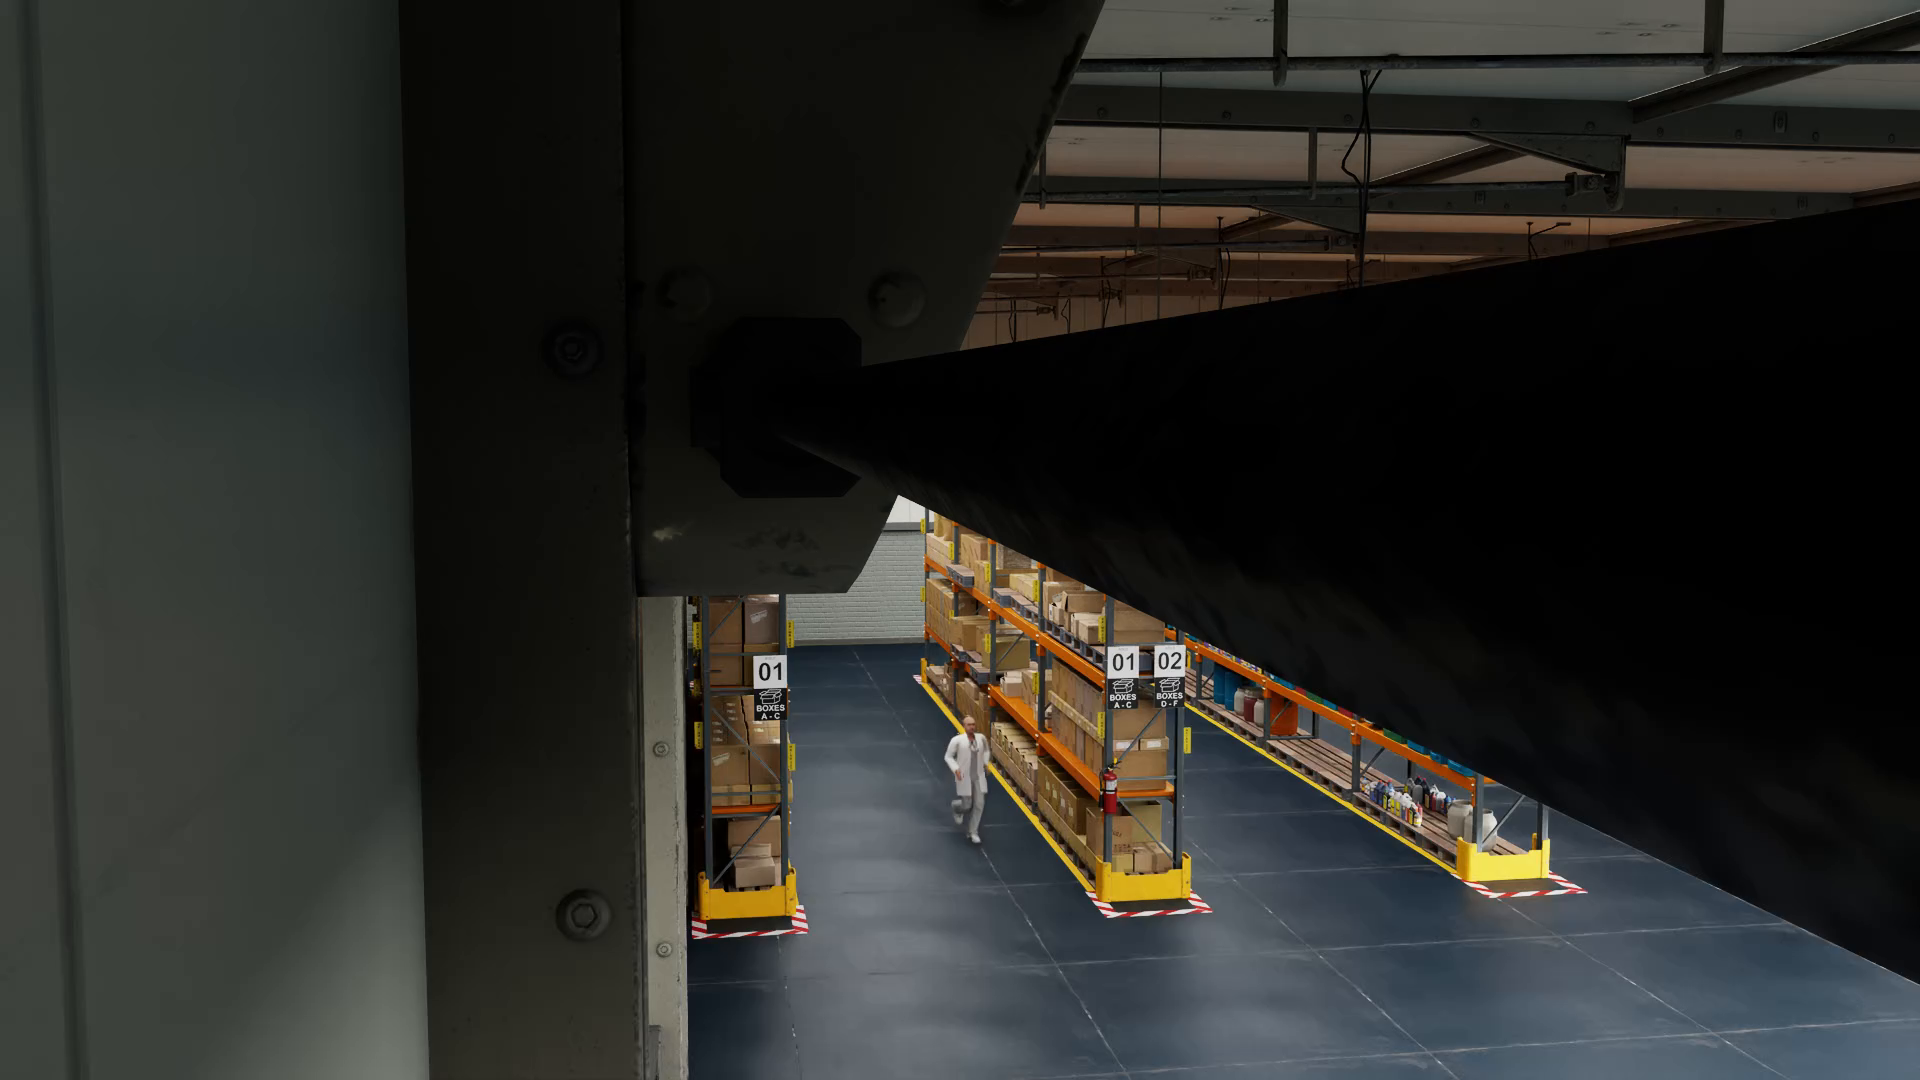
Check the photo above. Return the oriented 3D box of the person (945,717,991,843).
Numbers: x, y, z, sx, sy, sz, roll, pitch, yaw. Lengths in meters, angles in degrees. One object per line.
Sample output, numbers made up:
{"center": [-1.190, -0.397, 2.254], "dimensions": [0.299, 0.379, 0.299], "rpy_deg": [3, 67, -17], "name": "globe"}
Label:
{"center": [0.147, 3.389, 23.700], "dimensions": [0.710, 1.751, 0.712], "rpy_deg": [-2, 5, -20], "name": "person"}
